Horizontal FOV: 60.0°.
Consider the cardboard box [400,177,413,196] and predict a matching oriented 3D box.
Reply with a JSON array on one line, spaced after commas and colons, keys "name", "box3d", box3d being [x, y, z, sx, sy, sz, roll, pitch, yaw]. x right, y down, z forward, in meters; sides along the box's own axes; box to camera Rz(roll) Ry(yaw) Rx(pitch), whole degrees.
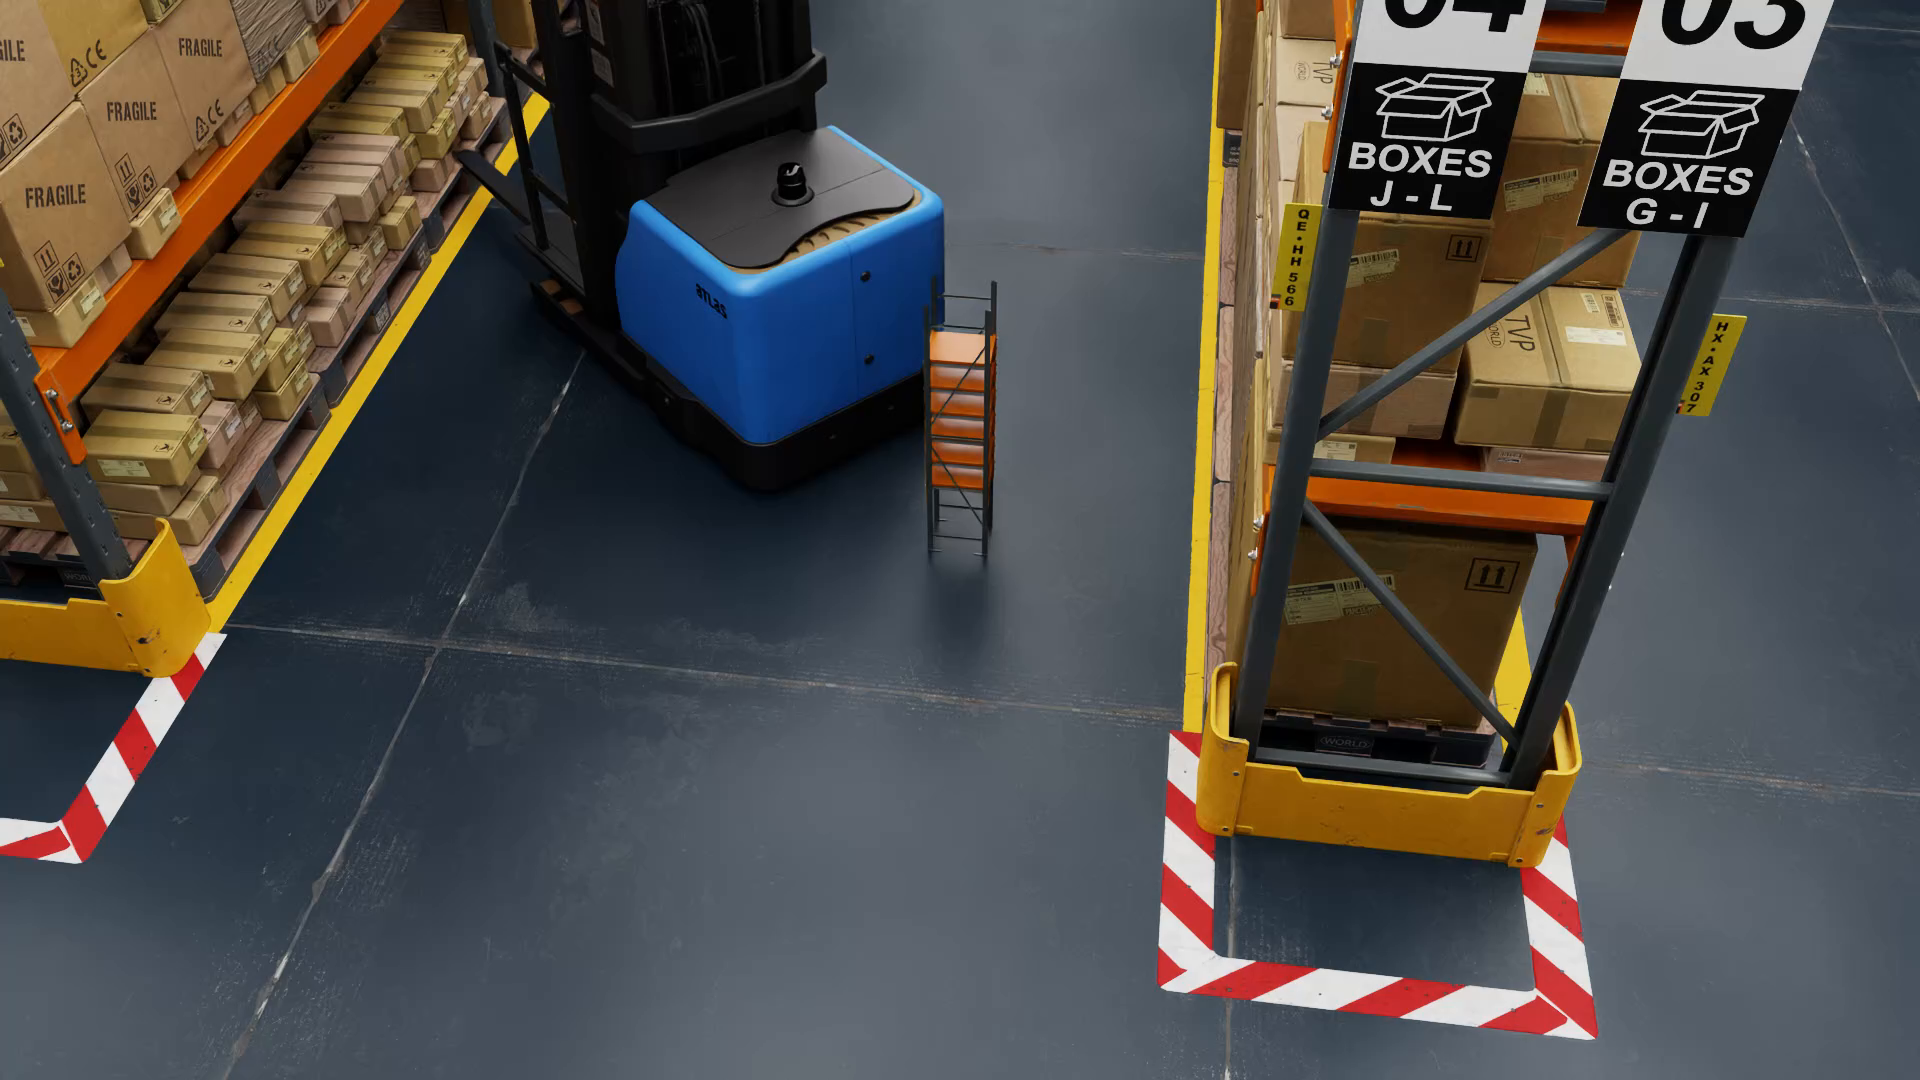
[{"name": "cardboard box", "box3d": [-2.920, -1.708, 8.141, 0.380, 0.149, 0.250, 4, 44, 4]}]

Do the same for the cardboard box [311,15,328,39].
[{"name": "cardboard box", "box3d": [-2.940, -2.214, 7.089, 0.380, 0.149, 0.250, 5, 44, 5]}]

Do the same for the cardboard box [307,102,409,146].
[{"name": "cardboard box", "box3d": [-2.883, -1.963, 7.976, 0.380, 0.149, 0.250, 7, 44, 7]}]

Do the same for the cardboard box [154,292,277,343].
[{"name": "cardboard box", "box3d": [-3.057, -0.882, 6.835, 0.380, 0.149, 0.250, 3, 44, 3]}]

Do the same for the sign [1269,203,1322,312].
[{"name": "sign", "box3d": [0.876, -0.733, 4.328, 0.100, 0.325, 0.005, 5, 44, 6]}]

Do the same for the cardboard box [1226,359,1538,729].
[{"name": "cardboard box", "box3d": [1.417, 0.008, 5.800, 0.875, 0.875, 0.875, 5, 44, 6]}]

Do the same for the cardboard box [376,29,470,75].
[{"name": "cardboard box", "box3d": [-2.751, -2.480, 8.523, 0.380, 0.149, 0.250, 6, 44, 7]}]

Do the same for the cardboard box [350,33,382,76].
[{"name": "cardboard box", "box3d": [-3.213, -2.531, 8.576, 0.380, 0.149, 0.250, 7, 44, 7]}]

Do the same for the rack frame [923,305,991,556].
[{"name": "rack frame", "box3d": [-0.010, -0.383, 6.282, 0.240, 1.200, 0.006, 5, 44, 6]}]

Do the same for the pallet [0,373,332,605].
[{"name": "pallet", "box3d": [-3.339, -0.277, 6.889, 1.003, 0.211, 1.213, 5, 44, 6]}]

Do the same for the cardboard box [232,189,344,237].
[{"name": "cardboard box", "box3d": [-2.992, -1.425, 7.409, 0.380, 0.149, 0.250, 5, 44, 6]}]

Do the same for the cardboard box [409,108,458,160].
[{"name": "cardboard box", "box3d": [-2.730, -2.025, 8.259, 0.380, 0.149, 0.250, 4, 44, 4]}]

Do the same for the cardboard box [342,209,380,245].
[{"name": "cardboard box", "box3d": [-2.930, -1.507, 7.712, 0.380, 0.149, 0.250, 3, 44, 4]}]

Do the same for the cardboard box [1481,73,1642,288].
[{"name": "cardboard box", "box3d": [1.809, -1.137, 5.116, 0.500, 0.500, 0.500, 4, 44, 4]}]

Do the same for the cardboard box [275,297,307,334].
[{"name": "cardboard box", "box3d": [-3.048, -0.957, 7.131, 0.380, 0.149, 0.250, 3, 44, 3]}]

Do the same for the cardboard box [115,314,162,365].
[{"name": "cardboard box", "box3d": [-3.500, -0.826, 6.993, 0.380, 0.149, 0.250, 5, 44, 5]}]

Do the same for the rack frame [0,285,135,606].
[{"name": "rack frame", "box3d": [-3.491, -0.687, 5.294, 1.000, 3.000, 0.127, 5, 44, 6]}]

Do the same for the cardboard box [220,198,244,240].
[{"name": "cardboard box", "box3d": [-3.445, -1.468, 7.454, 0.380, 0.149, 0.250, 5, 44, 6]}]

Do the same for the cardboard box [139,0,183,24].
[{"name": "cardboard box", "box3d": [-3.017, -2.173, 5.847, 0.500, 0.500, 0.500, 4, 44, 5]}]

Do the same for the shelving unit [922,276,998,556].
[{"name": "shelving unit", "box3d": [0.002, -0.446, 6.348, 0.258, 1.200, 0.189, 5, 44, 6]}]

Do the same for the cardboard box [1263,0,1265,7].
[{"name": "cardboard box", "box3d": [1.537, -2.452, 7.340, 0.380, 0.149, 0.250, 4, 44, 4]}]

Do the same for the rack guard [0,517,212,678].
[{"name": "rack guard", "box3d": [-3.481, 0.169, 6.208, 1.175, 0.500, 0.348, 5, 44, 6]}]

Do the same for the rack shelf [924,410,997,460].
[{"name": "rack shelf", "box3d": [0.002, -0.413, 6.378, 0.258, 0.103, 0.180, 5, 44, 6]}]

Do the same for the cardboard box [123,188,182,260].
[{"name": "cardboard box", "box3d": [-3.042, -1.143, 5.958, 0.380, 0.149, 0.250, 4, 44, 4]}]

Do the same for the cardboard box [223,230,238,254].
[{"name": "cardboard box", "box3d": [-3.520, -1.370, 7.567, 0.380, 0.149, 0.250, 6, 44, 6]}]

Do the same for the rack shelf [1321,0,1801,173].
[{"name": "rack shelf", "box3d": [1.676, -2.358, 5.401, 1.077, 0.370, 4.000, 5, 44, 6]}]

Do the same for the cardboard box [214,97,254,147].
[{"name": "cardboard box", "box3d": [-3.023, -1.680, 6.525, 0.380, 0.149, 0.250, 4, 44, 5]}]

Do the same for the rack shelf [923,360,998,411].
[{"name": "rack shelf", "box3d": [0.002, -0.588, 6.213, 0.258, 0.103, 0.180, 5, 44, 6]}]

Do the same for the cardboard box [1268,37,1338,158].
[{"name": "cardboard box", "box3d": [1.412, -1.623, 6.175, 0.500, 0.250, 0.500, 5, 44, 6]}]

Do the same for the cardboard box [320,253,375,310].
[{"name": "cardboard box", "box3d": [-2.913, -1.188, 7.591, 0.380, 0.149, 0.250, 5, 44, 6]}]

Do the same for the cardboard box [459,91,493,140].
[{"name": "cardboard box", "box3d": [-2.676, -2.232, 8.694, 0.380, 0.149, 0.250, 6, 44, 6]}]

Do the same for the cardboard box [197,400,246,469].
[{"name": "cardboard box", "box3d": [-3.075, -0.428, 6.572, 0.380, 0.149, 0.250, 5, 44, 5]}]

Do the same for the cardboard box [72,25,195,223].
[{"name": "cardboard box", "box3d": [-3.112, -1.479, 5.842, 0.500, 0.500, 0.500, 5, 44, 6]}]

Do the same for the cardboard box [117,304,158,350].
[{"name": "cardboard box", "box3d": [-3.577, -0.929, 6.885, 0.380, 0.149, 0.250, 4, 44, 4]}]

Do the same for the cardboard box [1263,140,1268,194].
[{"name": "cardboard box", "box3d": [1.335, -1.391, 6.220, 0.380, 0.149, 0.250, 6, 44, 6]}]

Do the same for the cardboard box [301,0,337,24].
[{"name": "cardboard box", "box3d": [-2.883, -2.510, 6.930, 0.500, 0.500, 0.500, 5, 44, 5]}]

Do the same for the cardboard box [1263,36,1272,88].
[{"name": "cardboard box", "box3d": [1.436, -1.919, 6.777, 0.380, 0.149, 0.250, 5, 44, 5]}]

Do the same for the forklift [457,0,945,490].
[{"name": "forklift", "box3d": [-1.366, -2.221, 6.964, 1.130, 2.935, 3.031, -29, 51, -27]}]

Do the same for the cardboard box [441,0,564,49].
[{"name": "cardboard box", "box3d": [-2.602, -3.137, 9.394, 0.500, 0.500, 0.500, 7, 44, 7]}]

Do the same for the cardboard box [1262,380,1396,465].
[{"name": "cardboard box", "box3d": [1.133, -0.349, 5.119, 0.380, 0.149, 0.250, 6, 44, 6]}]

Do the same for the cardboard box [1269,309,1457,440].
[{"name": "cardboard box", "box3d": [1.213, -0.575, 5.069, 0.500, 0.250, 0.500, 5, 44, 5]}]

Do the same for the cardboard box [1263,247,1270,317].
[{"name": "cardboard box", "box3d": [1.234, -0.868, 5.668, 0.380, 0.149, 0.250, 6, 44, 6]}]

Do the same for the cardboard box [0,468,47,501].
[{"name": "cardboard box", "box3d": [-3.704, -0.298, 6.435, 0.380, 0.149, 0.250, 4, 44, 4]}]

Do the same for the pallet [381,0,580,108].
[{"name": "pallet", "box3d": [-2.861, -2.931, 9.692, 1.003, 0.211, 1.213, 5, 44, 6]}]

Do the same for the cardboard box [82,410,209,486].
[{"name": "cardboard box", "box3d": [-3.085, -0.347, 6.270, 0.380, 0.149, 0.250, 3, 44, 4]}]

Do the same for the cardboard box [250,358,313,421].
[{"name": "cardboard box", "box3d": [-2.983, -0.652, 7.025, 0.380, 0.149, 0.250, 6, 44, 6]}]

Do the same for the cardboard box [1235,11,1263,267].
[{"name": "cardboard box", "box3d": [1.774, -1.832, 7.743, 0.875, 0.875, 0.875, 5, 44, 6]}]

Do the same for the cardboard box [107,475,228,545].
[{"name": "cardboard box", "box3d": [-3.105, -0.132, 6.476, 0.380, 0.149, 0.250, 6, 44, 6]}]

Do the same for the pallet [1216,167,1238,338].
[{"name": "pallet", "box3d": [1.763, -1.370, 8.043, 1.003, 0.211, 1.213, 5, 44, 6]}]

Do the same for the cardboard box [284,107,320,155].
[{"name": "cardboard box", "box3d": [-3.305, -1.992, 8.007, 0.380, 0.149, 0.250, 4, 44, 4]}]
